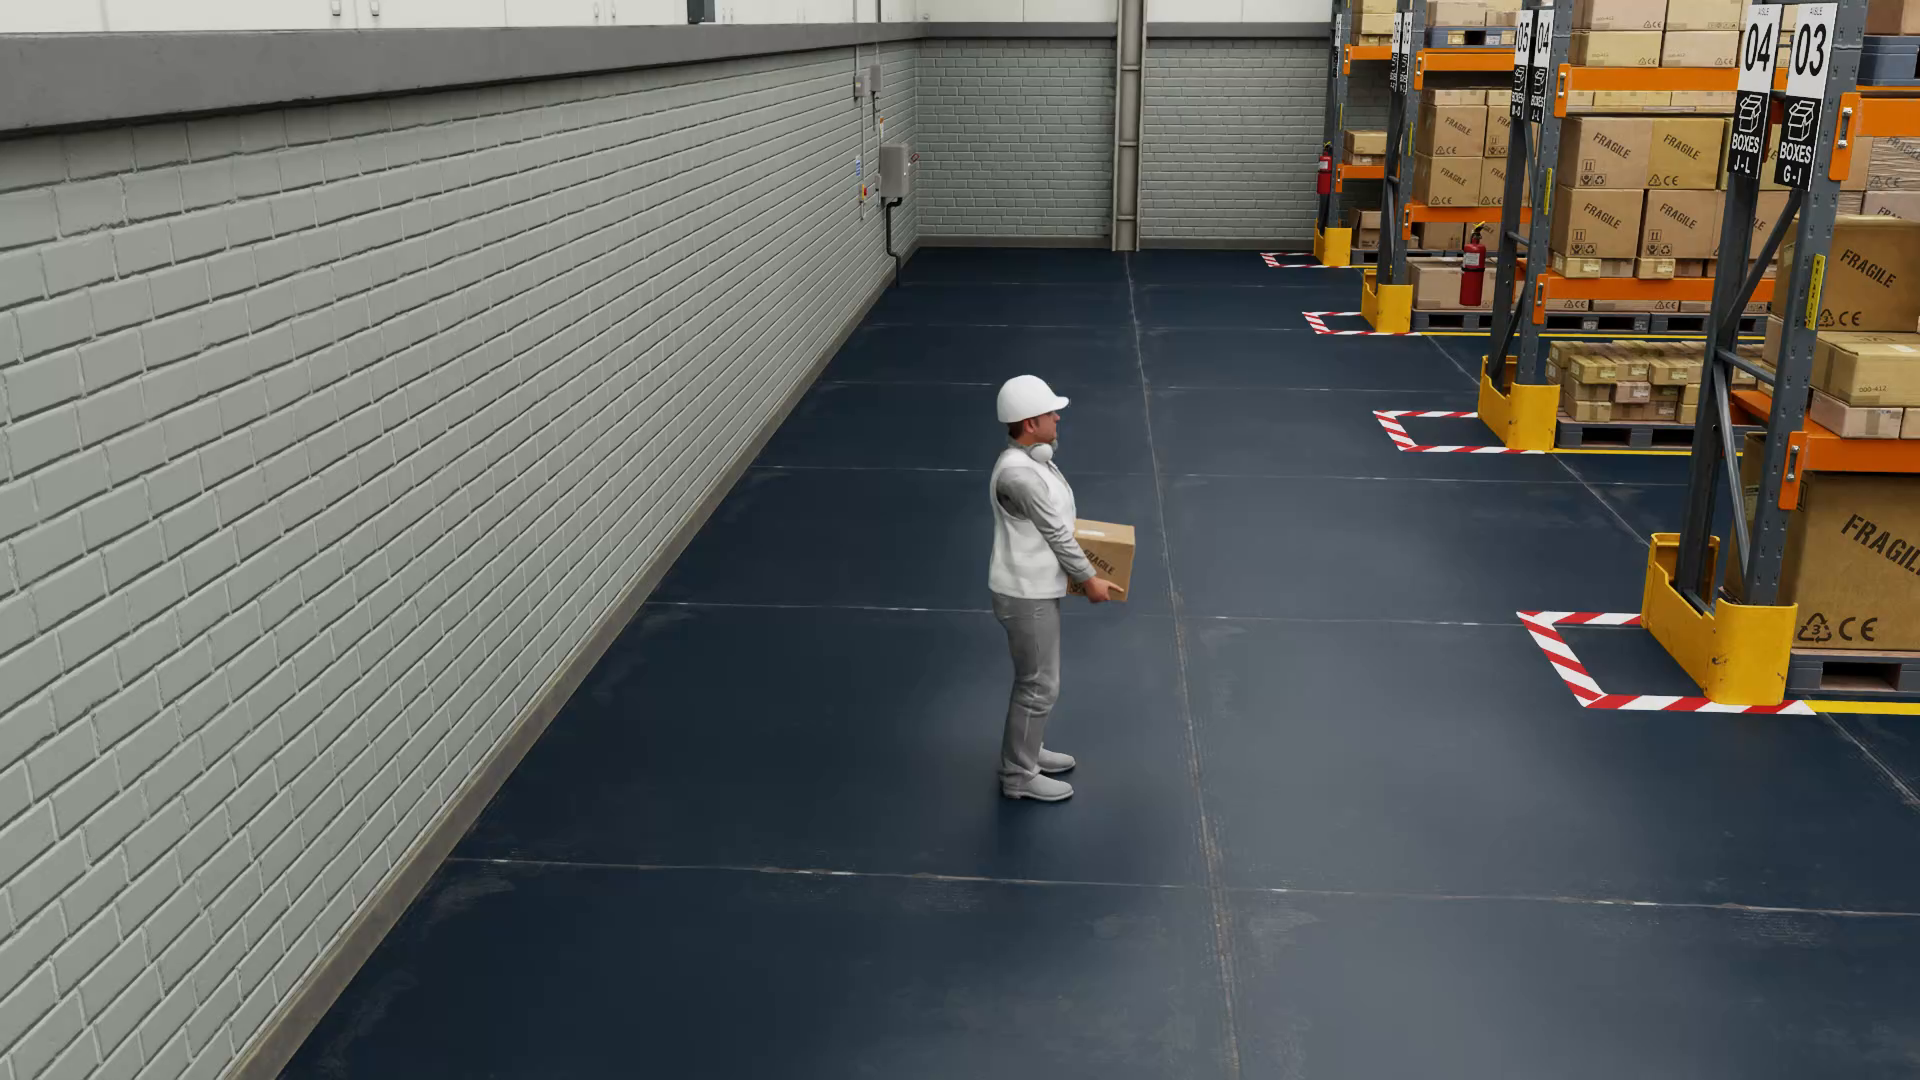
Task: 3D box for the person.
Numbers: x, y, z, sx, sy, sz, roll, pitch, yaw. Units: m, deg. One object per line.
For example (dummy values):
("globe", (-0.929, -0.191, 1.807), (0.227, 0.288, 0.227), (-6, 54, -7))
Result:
("person", (0.399, 0.193, 6.897), (0.549, 1.770, 0.495), (1, 17, 4))
